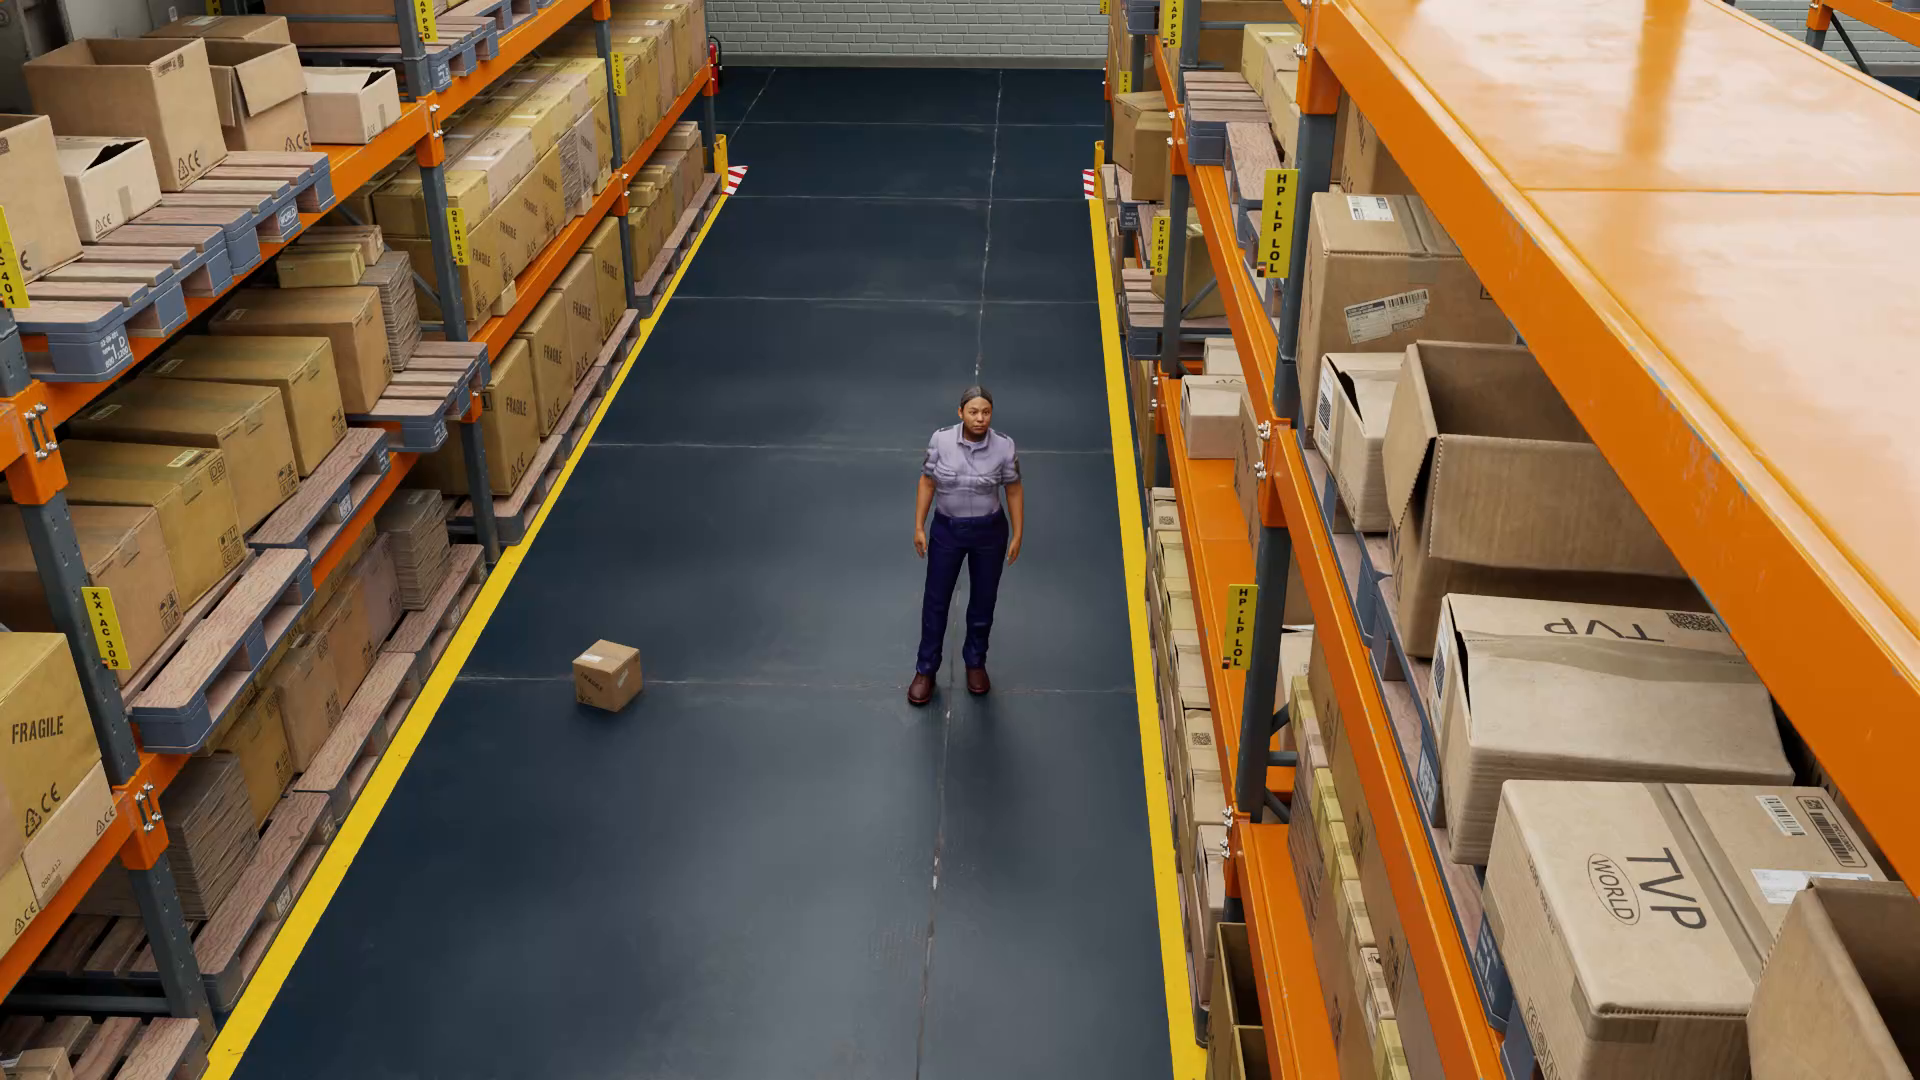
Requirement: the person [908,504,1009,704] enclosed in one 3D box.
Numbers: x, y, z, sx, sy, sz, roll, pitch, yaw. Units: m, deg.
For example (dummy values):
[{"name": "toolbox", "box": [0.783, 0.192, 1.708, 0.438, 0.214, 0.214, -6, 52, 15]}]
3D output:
[{"name": "person", "box": [-0.011, 0.304, 8.707, 0.525, 1.028, 0.500, 1, 28, 1]}]
